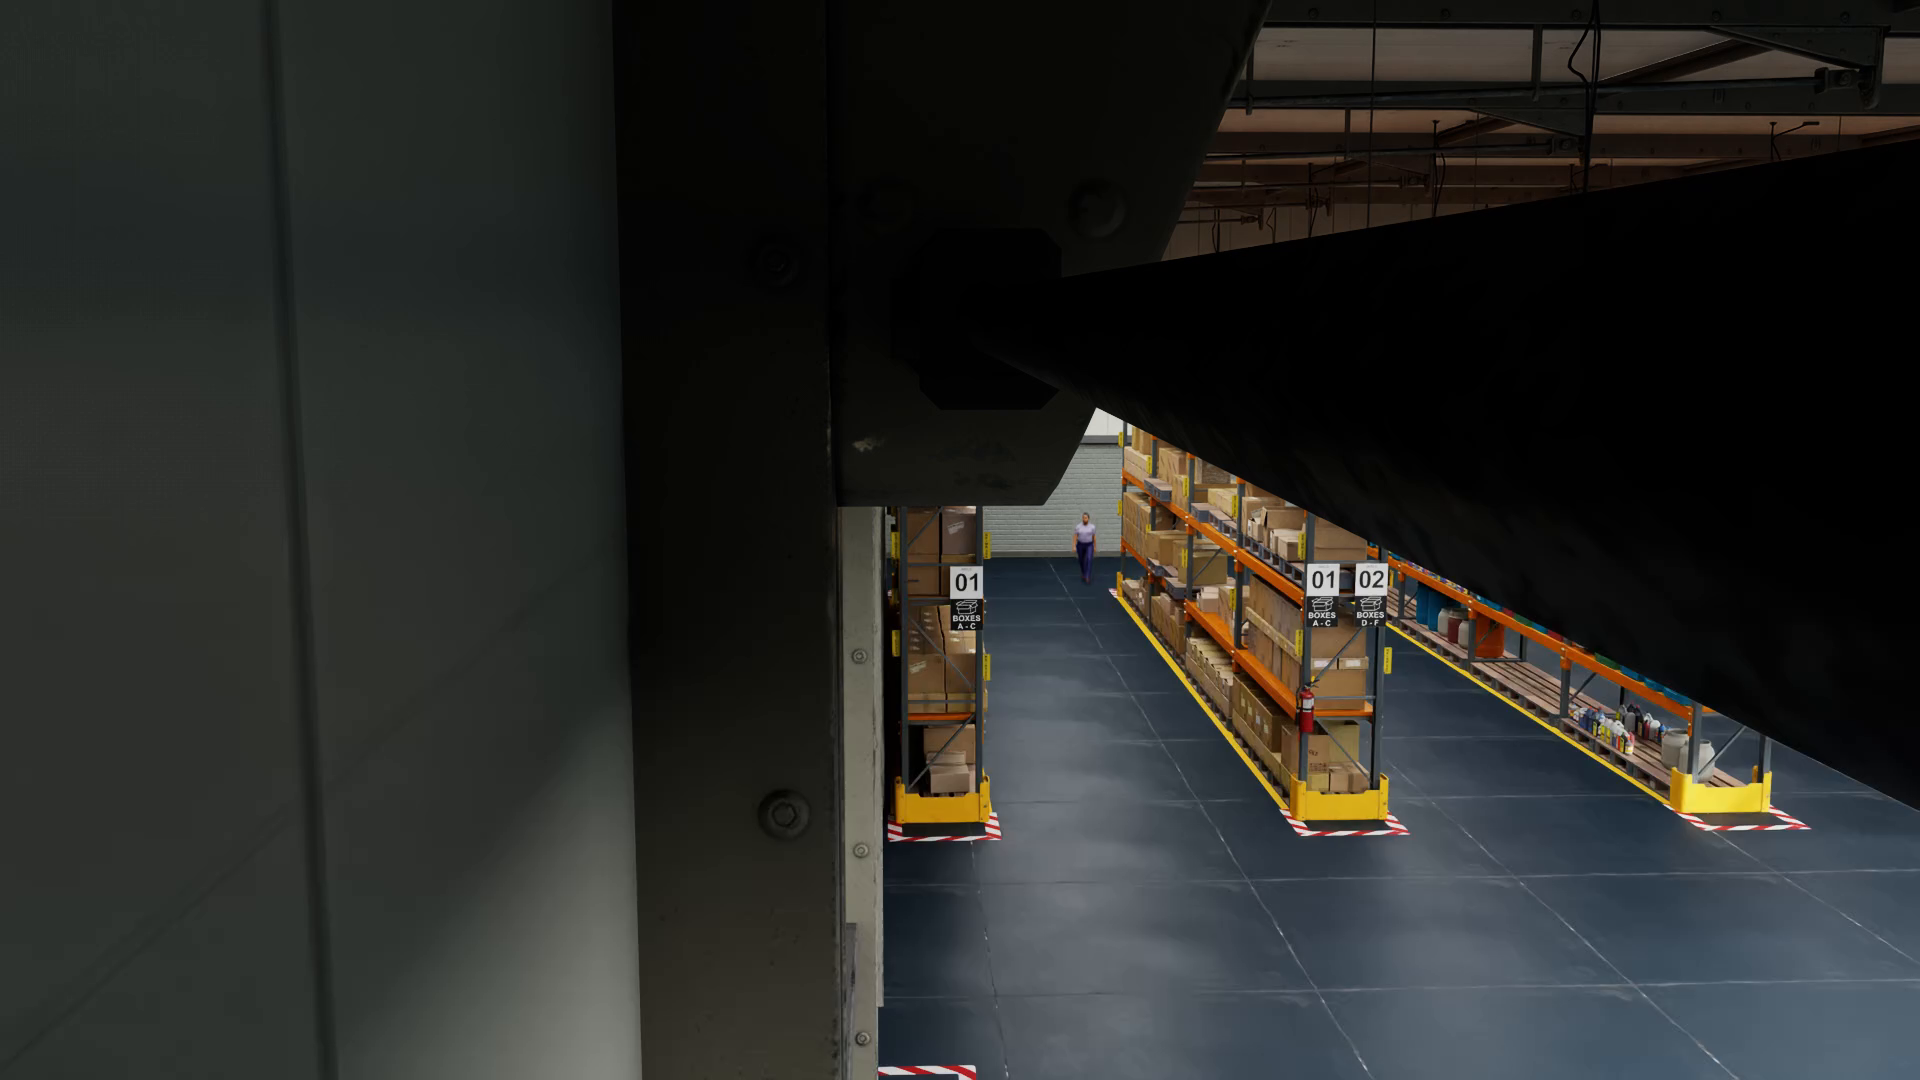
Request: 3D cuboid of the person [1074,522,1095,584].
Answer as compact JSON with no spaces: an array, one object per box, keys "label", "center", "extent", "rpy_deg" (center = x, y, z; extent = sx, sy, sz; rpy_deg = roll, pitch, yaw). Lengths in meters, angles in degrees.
[{"label":"person","center":[2.845,0.267,38.211],"extent":[0.482,1.390,1.031],"rpy_deg":[2,8,15]}]
